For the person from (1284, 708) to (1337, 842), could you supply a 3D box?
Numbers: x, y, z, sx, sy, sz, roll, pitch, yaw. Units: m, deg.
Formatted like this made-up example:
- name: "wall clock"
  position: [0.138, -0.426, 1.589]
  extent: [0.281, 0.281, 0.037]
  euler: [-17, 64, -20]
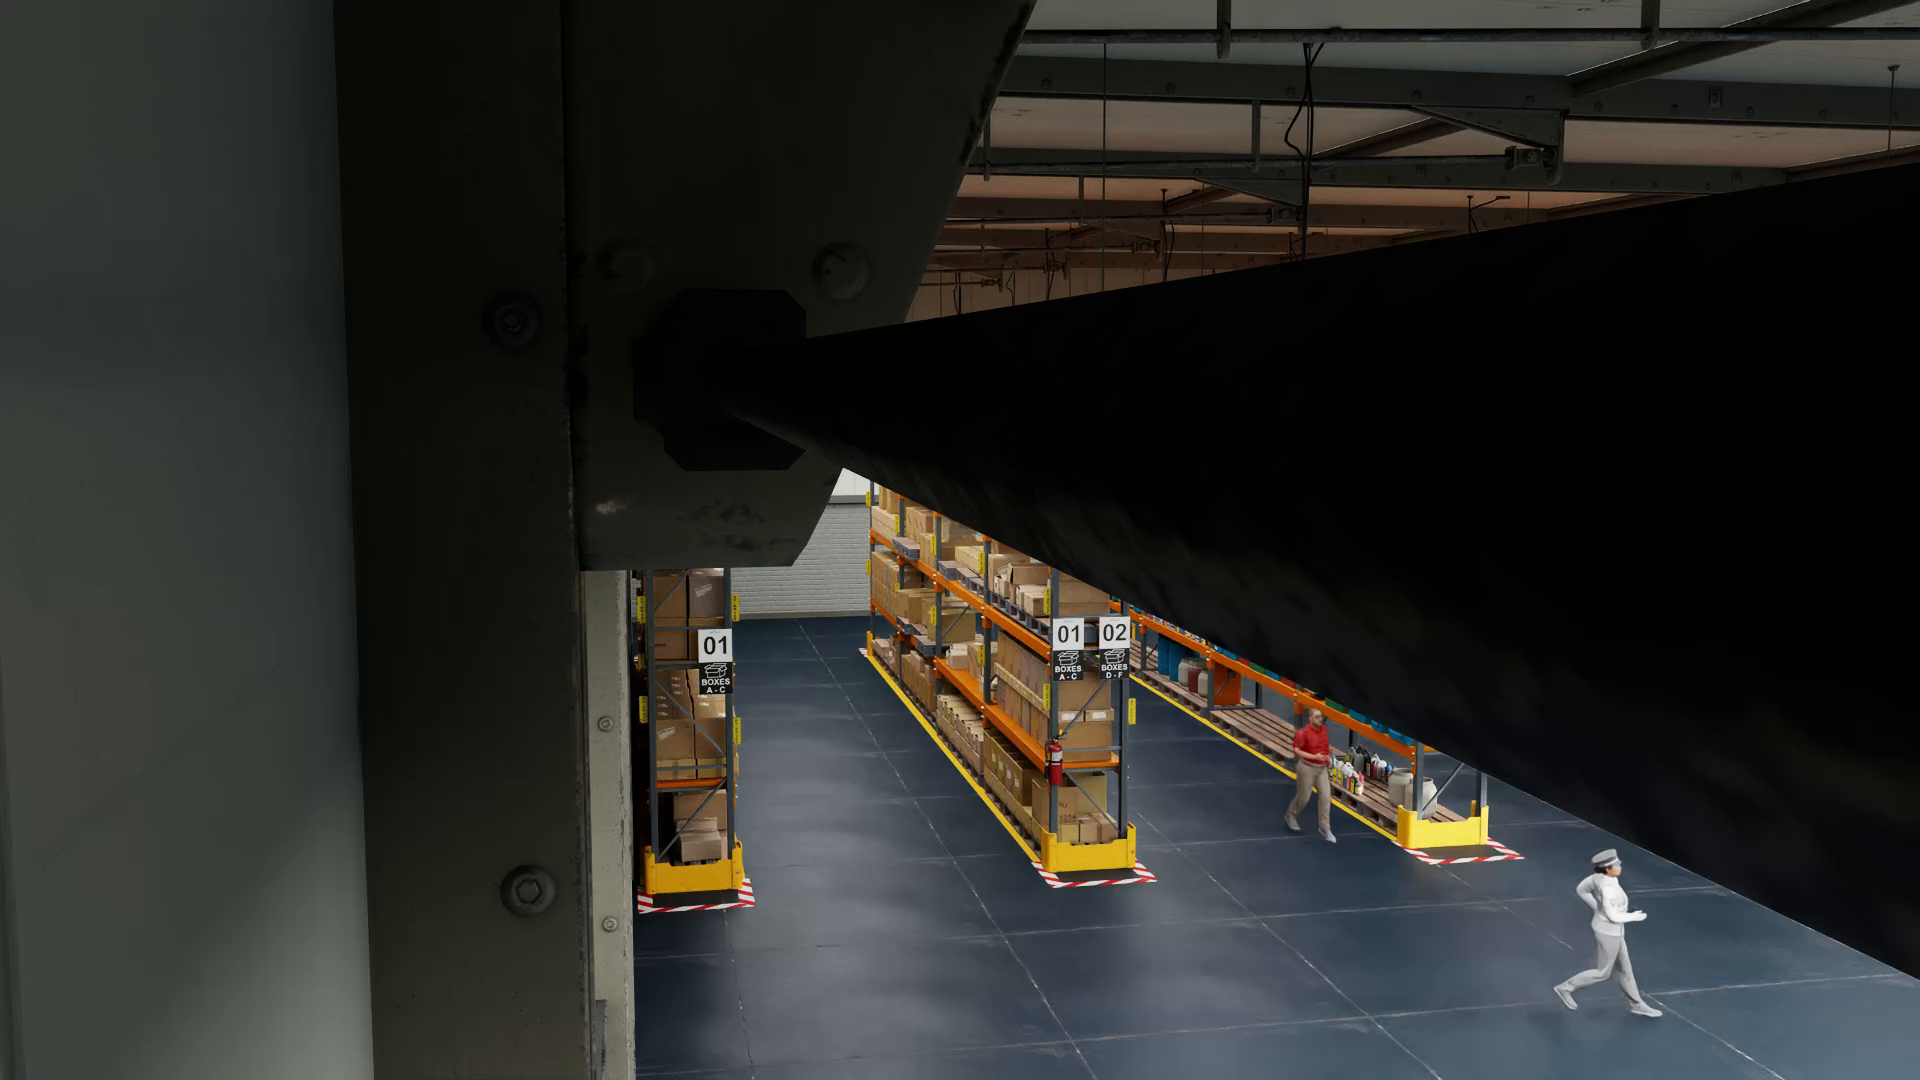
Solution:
- name: "person"
  position: [4.743, 3.141, 22.421]
  extent: [0.683, 1.789, 0.822]
  euler: [-3, 7, -27]

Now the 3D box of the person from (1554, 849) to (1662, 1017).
- name: "person"
  position: [6.294, 3.795, 16.095]
  extent: [1.022, 1.651, 0.626]
  euler: [1, 6, 12]
